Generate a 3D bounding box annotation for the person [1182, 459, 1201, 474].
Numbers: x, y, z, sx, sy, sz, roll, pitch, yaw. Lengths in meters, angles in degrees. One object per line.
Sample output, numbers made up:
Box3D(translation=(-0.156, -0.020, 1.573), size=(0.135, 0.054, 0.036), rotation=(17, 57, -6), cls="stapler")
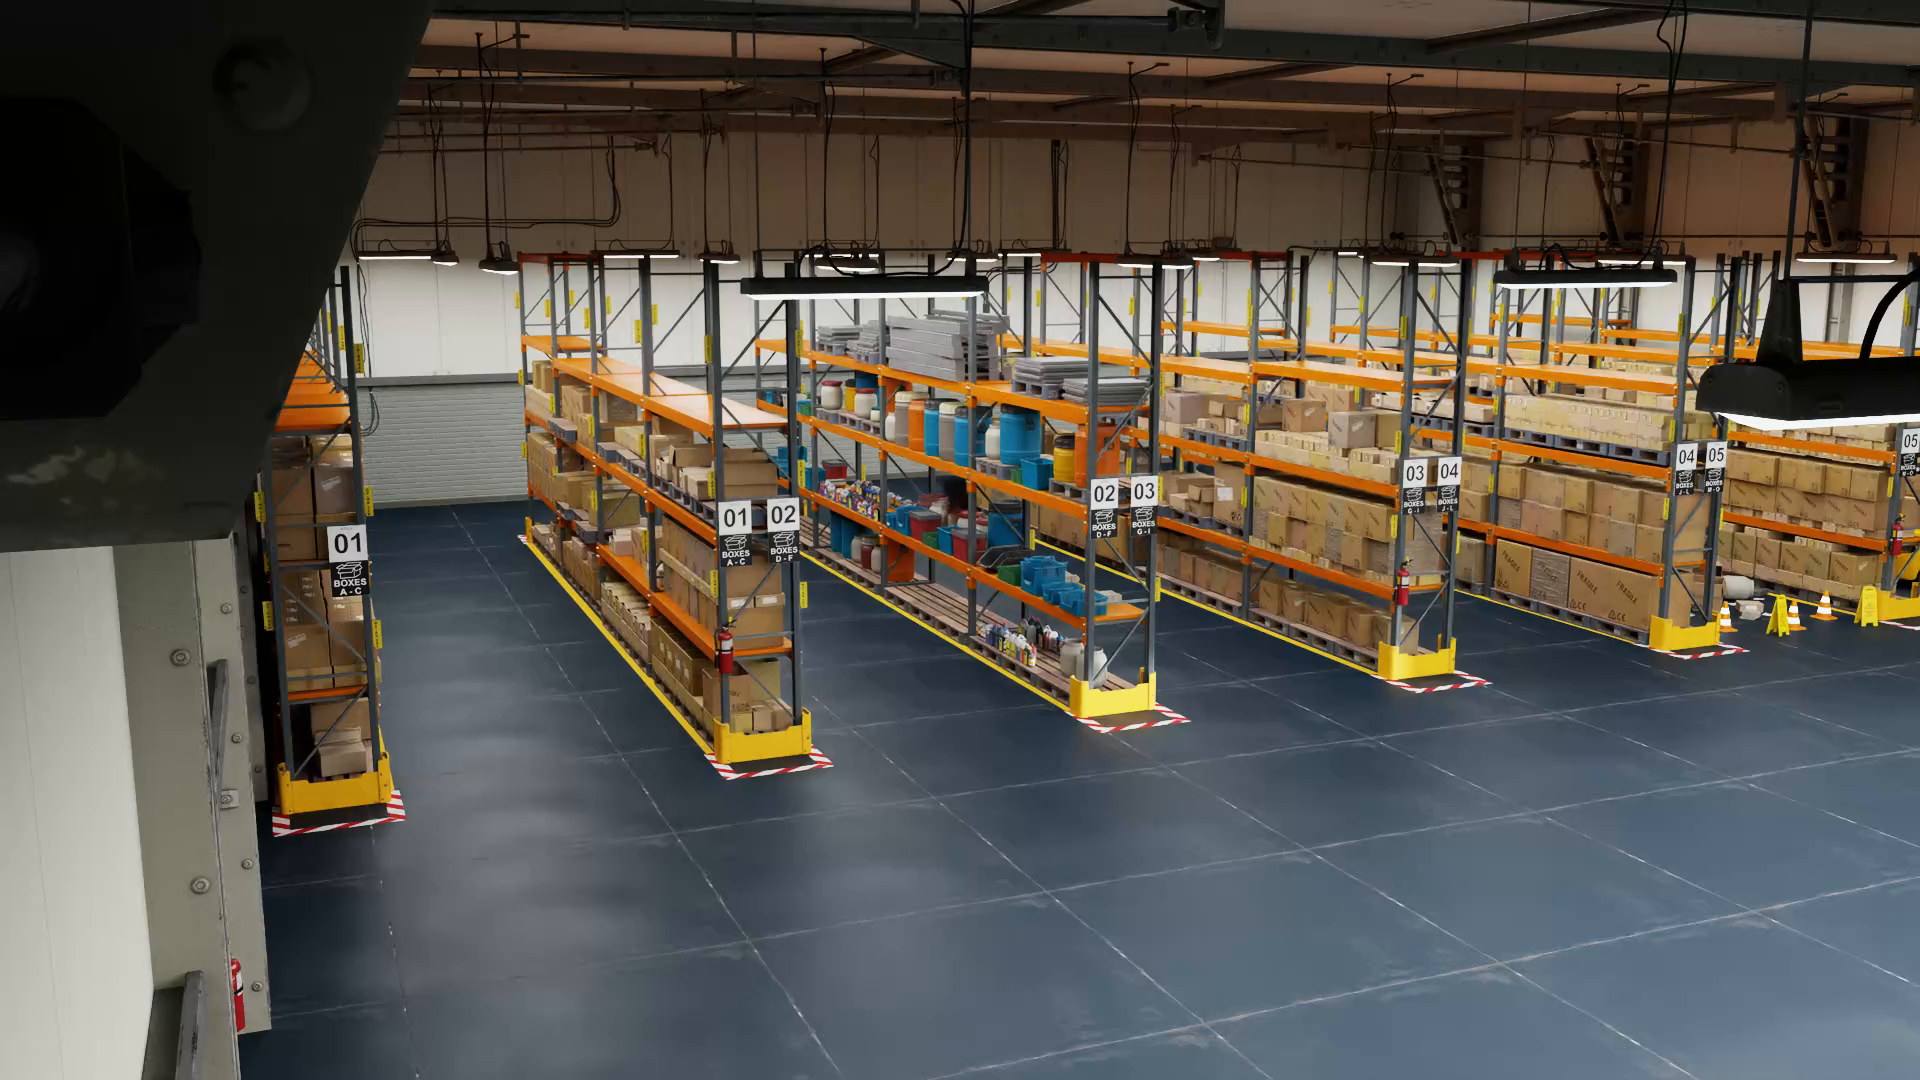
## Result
Box3D(translation=(5.717, -2.073, 41.639), size=(0.921, 1.659, 0.604), rotation=(-6, 12, -30), cls="person")
